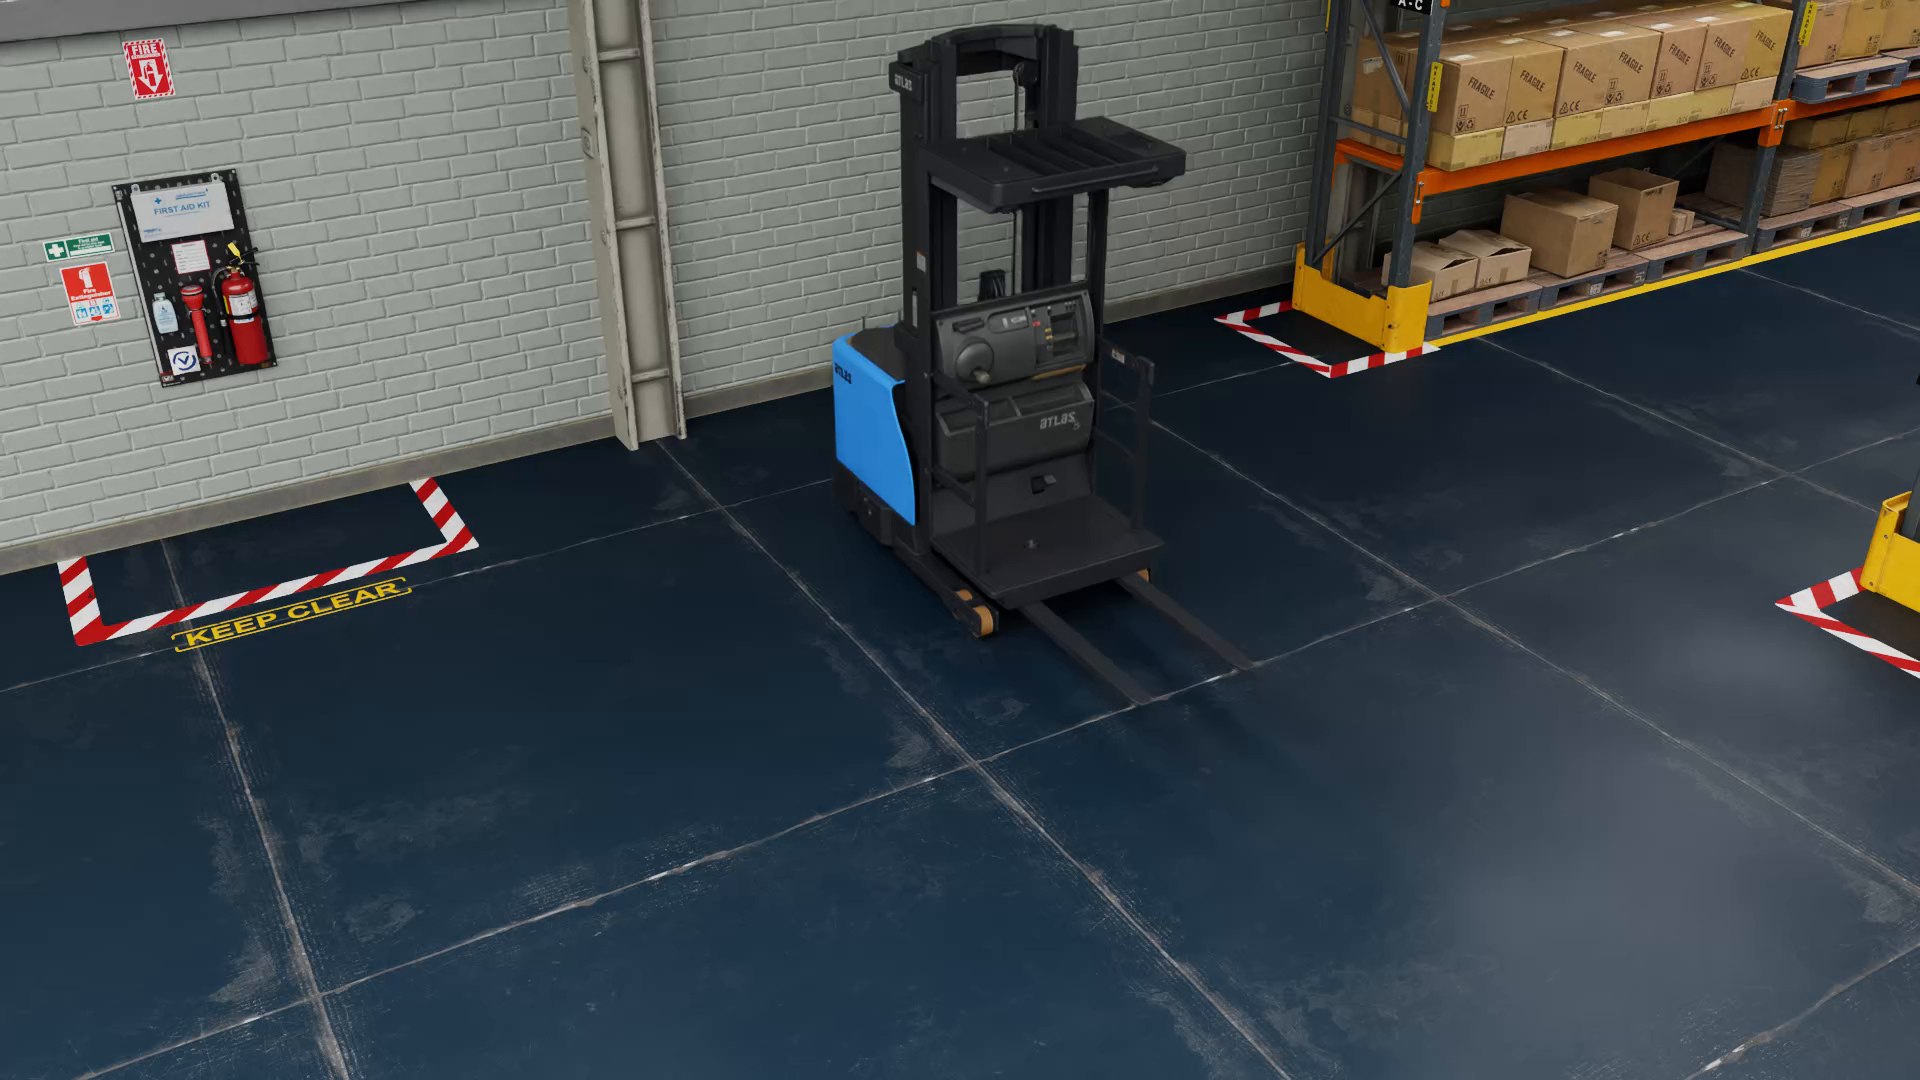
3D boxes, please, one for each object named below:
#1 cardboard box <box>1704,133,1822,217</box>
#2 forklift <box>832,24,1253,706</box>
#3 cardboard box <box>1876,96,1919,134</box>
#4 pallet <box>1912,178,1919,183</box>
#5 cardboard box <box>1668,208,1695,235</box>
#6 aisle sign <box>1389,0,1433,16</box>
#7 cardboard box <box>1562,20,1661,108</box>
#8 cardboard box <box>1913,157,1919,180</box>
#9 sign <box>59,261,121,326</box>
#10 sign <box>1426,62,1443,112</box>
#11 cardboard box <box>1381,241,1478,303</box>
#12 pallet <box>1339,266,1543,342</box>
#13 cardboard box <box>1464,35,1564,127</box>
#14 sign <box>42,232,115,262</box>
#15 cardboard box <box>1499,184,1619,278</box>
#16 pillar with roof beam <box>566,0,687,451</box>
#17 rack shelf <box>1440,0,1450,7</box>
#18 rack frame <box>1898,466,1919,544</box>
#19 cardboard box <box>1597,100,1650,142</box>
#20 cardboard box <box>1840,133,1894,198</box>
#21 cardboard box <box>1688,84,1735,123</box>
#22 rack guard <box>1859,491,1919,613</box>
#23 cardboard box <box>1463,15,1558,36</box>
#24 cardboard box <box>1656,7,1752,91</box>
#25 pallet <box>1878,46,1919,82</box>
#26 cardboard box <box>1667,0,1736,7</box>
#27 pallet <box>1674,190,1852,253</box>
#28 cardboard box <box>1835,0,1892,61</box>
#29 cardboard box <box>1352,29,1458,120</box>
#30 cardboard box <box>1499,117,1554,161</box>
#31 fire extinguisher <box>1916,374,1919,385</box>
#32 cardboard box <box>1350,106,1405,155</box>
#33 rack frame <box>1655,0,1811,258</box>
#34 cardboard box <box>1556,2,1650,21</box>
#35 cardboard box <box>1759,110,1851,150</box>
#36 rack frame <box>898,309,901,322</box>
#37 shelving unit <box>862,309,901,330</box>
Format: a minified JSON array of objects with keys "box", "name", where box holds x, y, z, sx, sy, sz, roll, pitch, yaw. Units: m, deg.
[{"box":[7.036,-3.206,14.587,0.500,0.500,0.700,-15,32,-25],"name":"cardboard box"},{"box":[0.405,-1.021,8.567,1.130,2.935,3.031,-15,32,-26],"name":"forklift"},{"box":[8.300,-3.887,15.045,0.500,0.250,0.500,-16,33,-27],"name":"cardboard box"},{"box":[9.184,-3.489,15.853,1.213,0.211,1.003,-16,33,-26],"name":"pallet"},{"box":[5.964,-2.730,14.069,0.250,0.166,0.380,-21,35,-33],"name":"cardboard box"},{"box":[3.051,-3.937,11.090,0.004,0.787,0.394,-16,33,-26],"name":"aisle sign"},{"box":[4.844,-3.577,12.485,0.500,0.500,0.500,-15,32,-25],"name":"cardboard box"},{"box":[8.761,-3.723,15.523,0.500,0.500,0.700,-16,33,-26],"name":"cardboard box"},{"box":[-4.725,-1.339,9.035,0.234,0.329,0.001,-16,33,-26],"name":"sign"},{"box":[3.236,-3.095,11.357,0.005,0.325,0.100,-16,33,-26],"name":"sign"},{"box":[3.603,-2.089,12.758,0.500,0.311,0.500,-20,35,-32],"name":"cardboard box"},{"box":[3.745,-1.924,13.017,1.213,0.211,1.003,-16,33,-26],"name":"pallet"},{"box":[3.956,-3.322,12.023,0.500,0.500,0.500,-16,33,-26],"name":"cardboard box"},{"box":[-4.717,-1.568,8.902,0.331,0.109,0.001,-16,33,-26],"name":"sign"},{"box":[4.753,-2.470,13.253,0.500,0.500,0.700,-18,34,-29],"name":"cardboard box"},{"box":[0.135,-2.838,5.579,0.400,9.000,9.100,-16,33,-26],"name":"pillar with roof beam"},{"box":[4.686,-4.430,12.312,4.000,0.370,1.077,-16,33,-26],"name":"rack shelf"},{"box":[5.474,-0.879,8.238,0.127,3.000,1.000,-16,33,-26],"name":"rack frame"},{"box":[4.863,-3.250,12.669,0.500,0.250,0.500,-16,32,-26],"name":"cardboard box"},{"box":[7.917,-3.462,15.050,0.500,0.500,0.700,-15,32,-26],"name":"cardboard box"},{"box":[5.721,-3.503,13.128,0.500,0.250,0.500,-16,33,-26],"name":"cardboard box"},{"box":[5.453,0.221,8.832,0.348,0.500,1.175,-16,33,-26],"name":"rack guard"},{"box":[4.143,-3.665,12.644,0.500,0.500,0.500,-17,33,-28],"name":"cardboard box"},{"box":[5.732,-3.823,12.932,0.500,0.500,0.500,-16,33,-27],"name":"cardboard box"},{"box":[8.173,-4.314,14.662,1.213,0.211,1.003,-16,33,-26],"name":"pallet"},{"box":[5.899,-4.164,13.550,0.500,0.500,0.500,-17,33,-27],"name":"cardboard box"},{"box":[7.081,-2.891,14.771,1.213,0.211,1.003,-16,33,-26],"name":"pallet"},{"box":[7.352,-4.401,14.062,0.500,0.500,0.700,-12,31,-21],"name":"cardboard box"},{"box":[3.260,-3.417,12.196,0.500,0.500,0.500,-16,33,-27],"name":"cardboard box"},{"box":[3.983,-3.005,12.225,0.500,0.250,0.500,-17,33,-28],"name":"cardboard box"},{"box":[5.137,-1.010,8.555,0.183,0.674,0.296,-16,33,-26],"name":"fire extinguisher"},{"box":[3.266,-3.080,12.361,0.500,0.250,0.500,-15,32,-26],"name":"cardboard box"},{"box":[6.410,-3.921,13.750,0.127,3.000,1.000,-16,33,-26],"name":"rack frame"},{"box":[5.019,-3.920,13.106,0.500,0.500,0.500,-15,32,-25],"name":"cardboard box"},{"box":[7.414,-3.644,14.604,0.500,0.250,0.500,-17,33,-27],"name":"cardboard box"},{"box":[-0.325,-0.908,10.309,0.008,1.050,0.200,-15,32,-26],"name":"rack frame"},{"box":[-0.431,-0.879,10.256,0.252,1.050,0.215,-15,32,-26],"name":"shelving unit"}]
